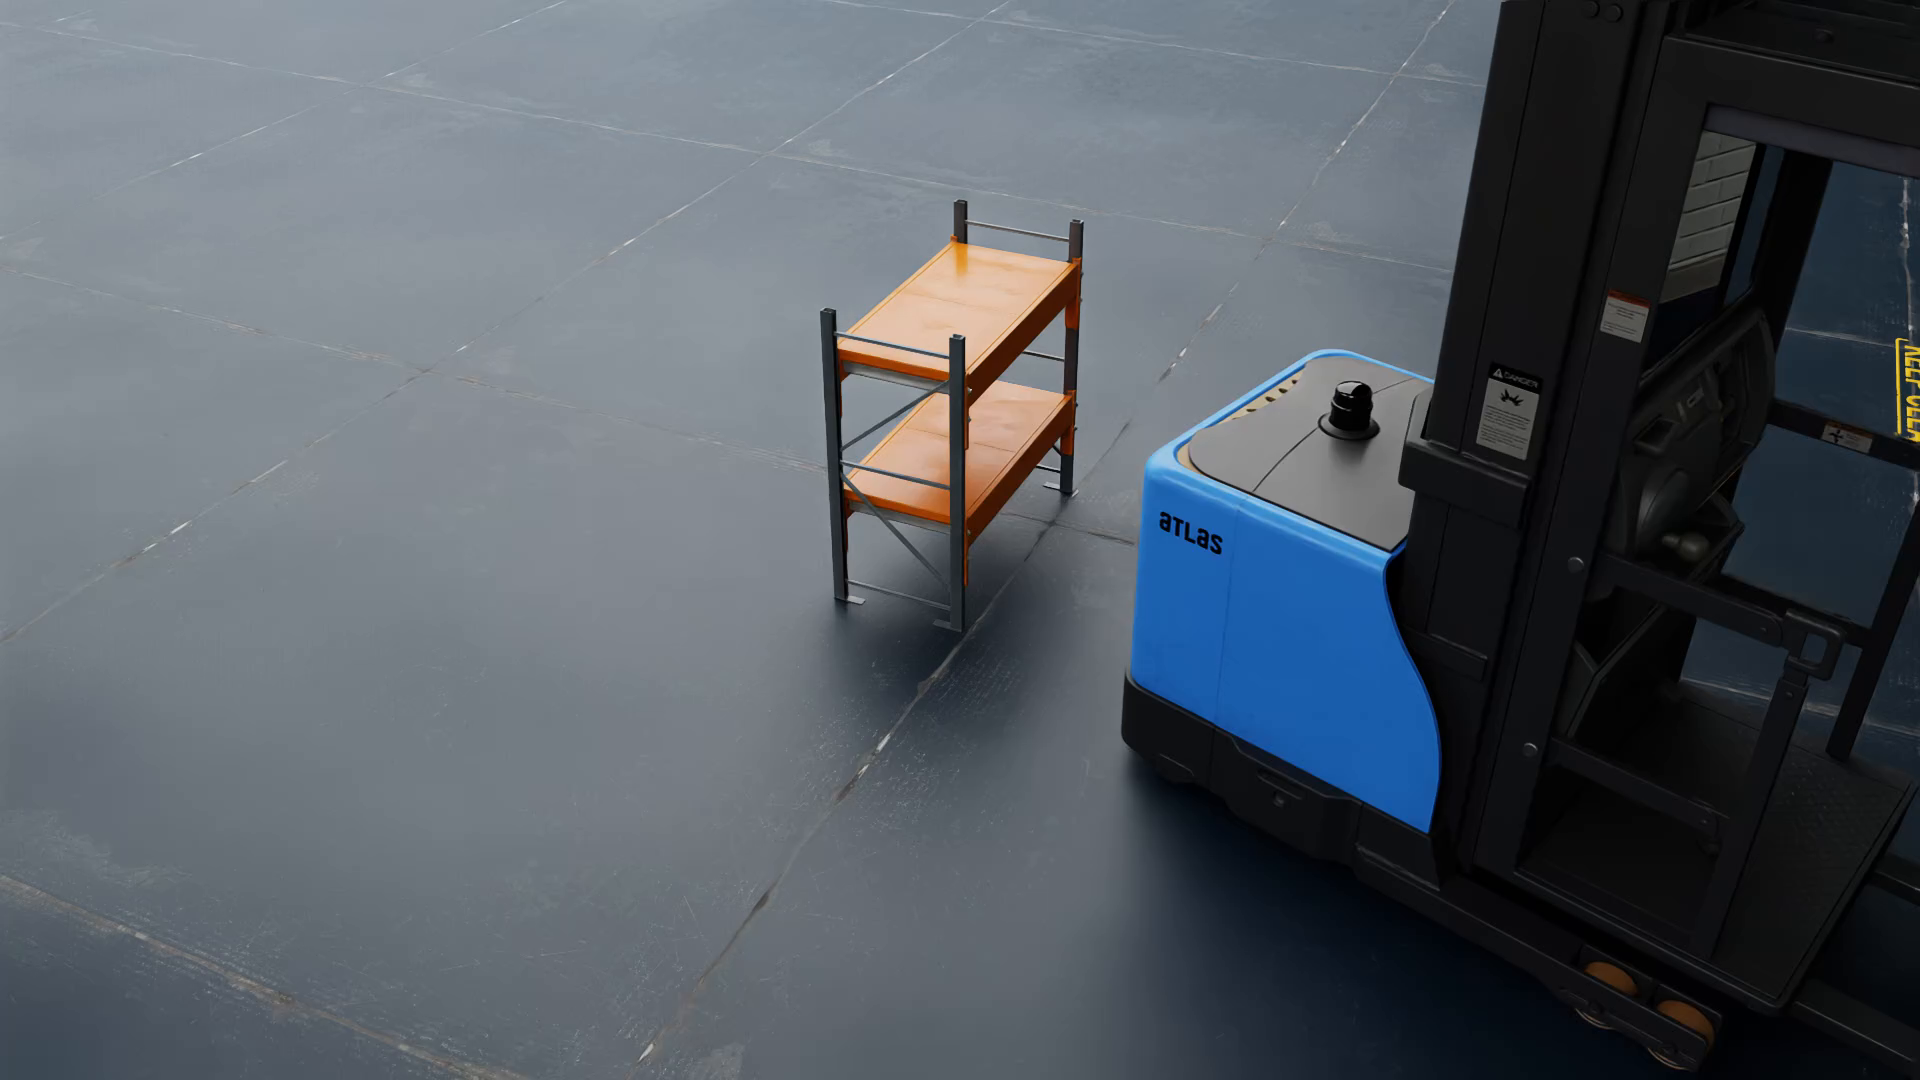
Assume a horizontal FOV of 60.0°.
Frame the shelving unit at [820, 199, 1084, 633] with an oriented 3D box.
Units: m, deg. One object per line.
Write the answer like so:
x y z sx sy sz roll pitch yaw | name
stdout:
-0.003 -0.467 5.936 0.538 1.125 1.048 14 36 20 | shelving unit

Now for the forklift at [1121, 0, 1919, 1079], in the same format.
1.937 -0.216 3.907 3.031 2.935 1.130 26 41 34 | forklift

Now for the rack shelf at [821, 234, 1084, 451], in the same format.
-0.003 -0.712 5.776 0.538 0.278 1.000 14 36 20 | rack shelf

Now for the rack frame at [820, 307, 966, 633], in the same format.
-0.216 -0.214 5.550 0.500 1.125 0.032 14 36 20 | rack frame

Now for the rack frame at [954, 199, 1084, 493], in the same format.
0.210 -0.720 6.323 0.500 1.125 0.032 14 36 20 | rack frame

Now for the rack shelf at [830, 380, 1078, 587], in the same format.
-0.003 -0.263 6.070 0.538 0.278 1.000 14 36 20 | rack shelf
